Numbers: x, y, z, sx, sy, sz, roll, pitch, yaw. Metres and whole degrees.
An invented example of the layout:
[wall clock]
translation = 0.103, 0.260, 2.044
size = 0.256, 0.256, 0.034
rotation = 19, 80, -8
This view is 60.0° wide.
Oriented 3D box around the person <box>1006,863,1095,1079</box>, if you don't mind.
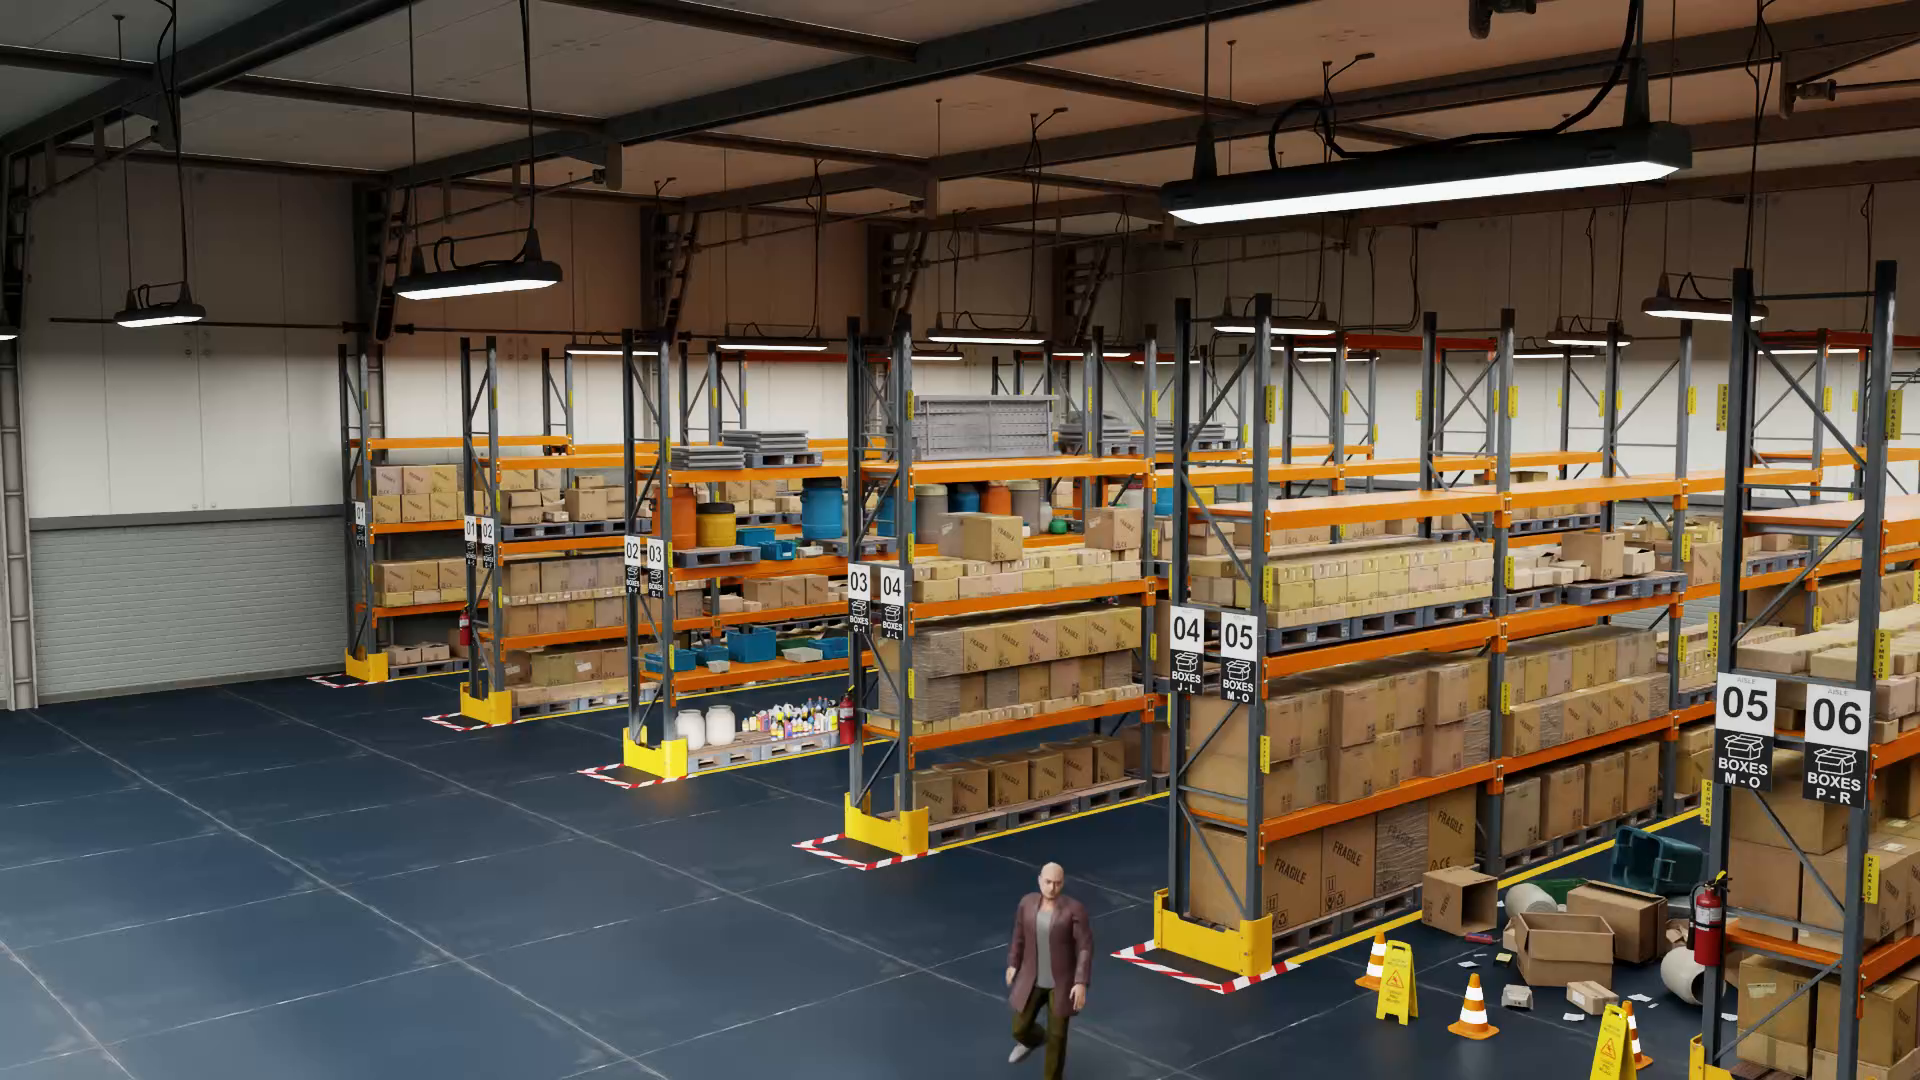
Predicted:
[person]
translation = 0.659, 3.198, 12.221
size = 0.741, 1.746, 0.736
rotation = 2, 5, 19
